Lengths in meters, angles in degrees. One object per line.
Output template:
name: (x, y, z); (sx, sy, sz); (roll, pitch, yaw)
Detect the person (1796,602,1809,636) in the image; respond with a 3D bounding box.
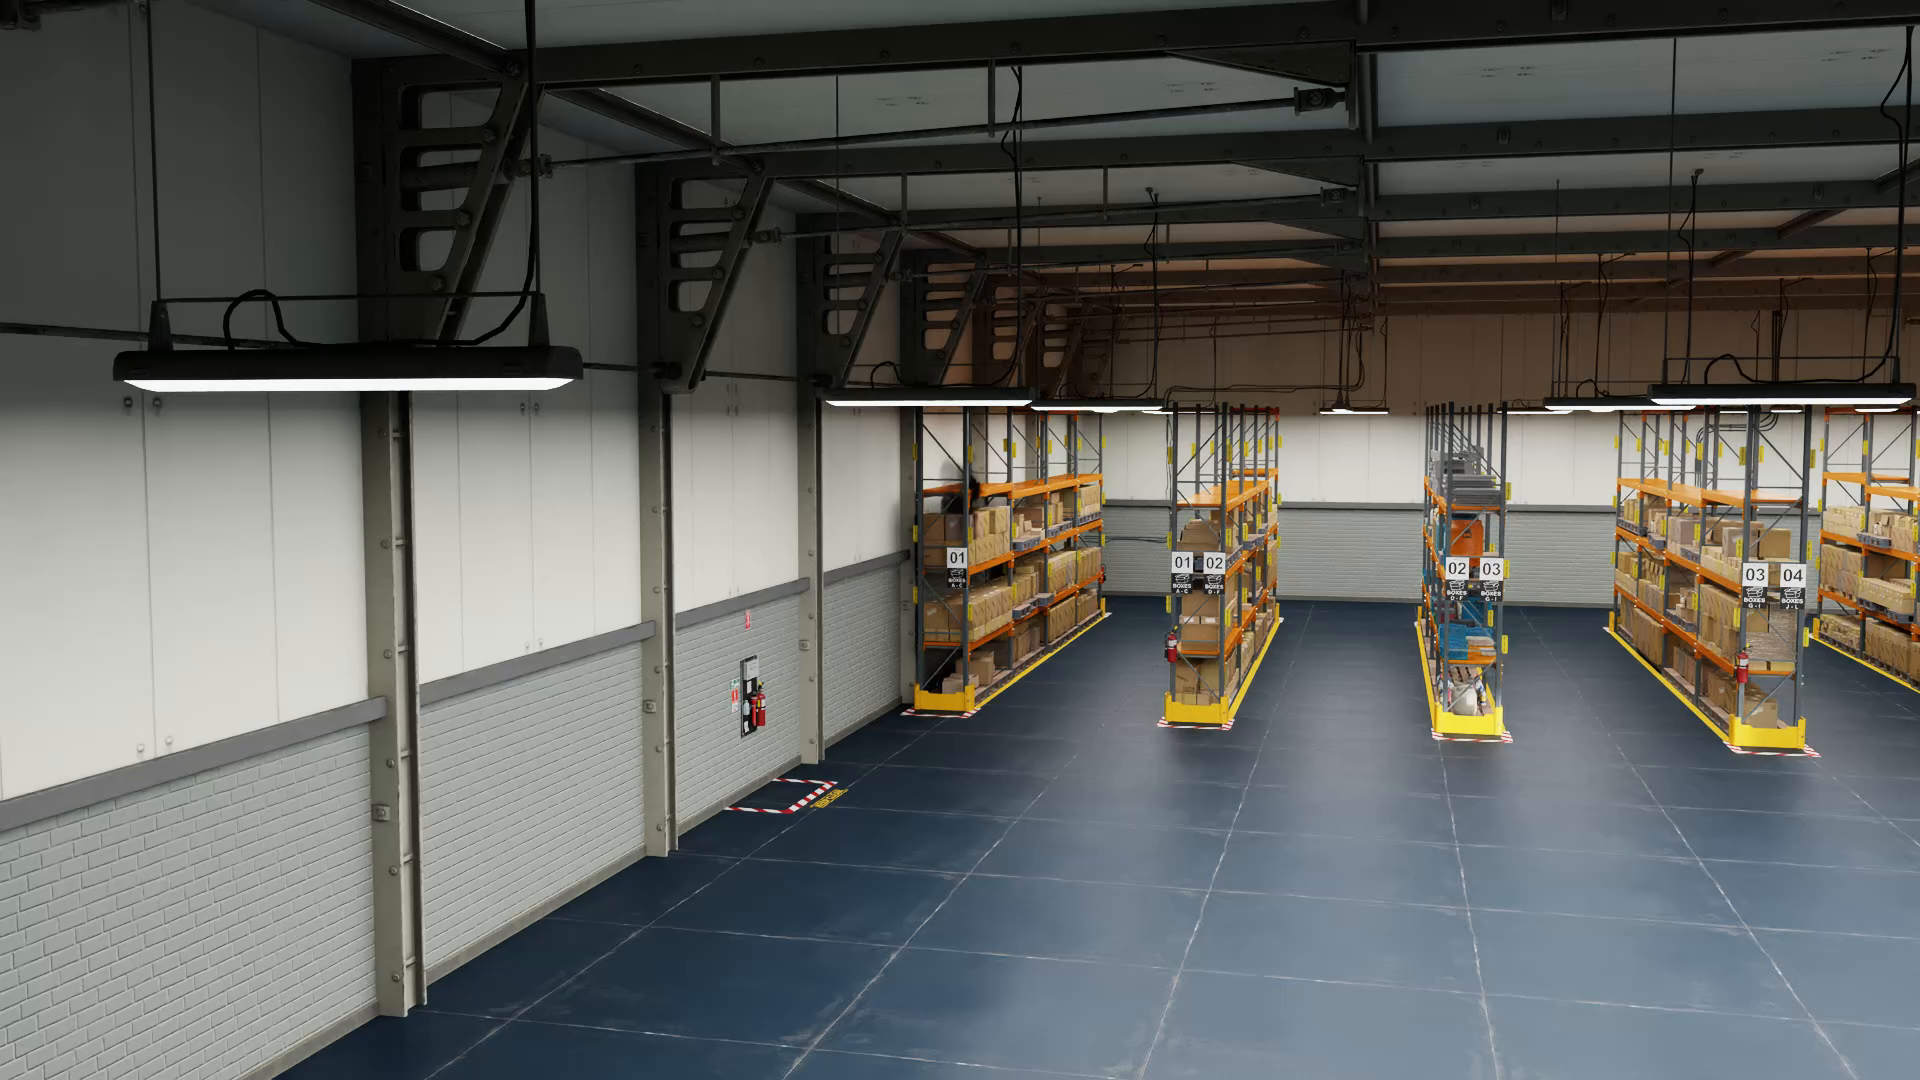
person: (19.372, 1.977, 38.571); (0.641, 1.742, 0.649); (0, 4, 3)

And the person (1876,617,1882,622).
person: (24.584, 1.618, 44.032); (0.802, 1.718, 0.663); (2, 5, 24)
